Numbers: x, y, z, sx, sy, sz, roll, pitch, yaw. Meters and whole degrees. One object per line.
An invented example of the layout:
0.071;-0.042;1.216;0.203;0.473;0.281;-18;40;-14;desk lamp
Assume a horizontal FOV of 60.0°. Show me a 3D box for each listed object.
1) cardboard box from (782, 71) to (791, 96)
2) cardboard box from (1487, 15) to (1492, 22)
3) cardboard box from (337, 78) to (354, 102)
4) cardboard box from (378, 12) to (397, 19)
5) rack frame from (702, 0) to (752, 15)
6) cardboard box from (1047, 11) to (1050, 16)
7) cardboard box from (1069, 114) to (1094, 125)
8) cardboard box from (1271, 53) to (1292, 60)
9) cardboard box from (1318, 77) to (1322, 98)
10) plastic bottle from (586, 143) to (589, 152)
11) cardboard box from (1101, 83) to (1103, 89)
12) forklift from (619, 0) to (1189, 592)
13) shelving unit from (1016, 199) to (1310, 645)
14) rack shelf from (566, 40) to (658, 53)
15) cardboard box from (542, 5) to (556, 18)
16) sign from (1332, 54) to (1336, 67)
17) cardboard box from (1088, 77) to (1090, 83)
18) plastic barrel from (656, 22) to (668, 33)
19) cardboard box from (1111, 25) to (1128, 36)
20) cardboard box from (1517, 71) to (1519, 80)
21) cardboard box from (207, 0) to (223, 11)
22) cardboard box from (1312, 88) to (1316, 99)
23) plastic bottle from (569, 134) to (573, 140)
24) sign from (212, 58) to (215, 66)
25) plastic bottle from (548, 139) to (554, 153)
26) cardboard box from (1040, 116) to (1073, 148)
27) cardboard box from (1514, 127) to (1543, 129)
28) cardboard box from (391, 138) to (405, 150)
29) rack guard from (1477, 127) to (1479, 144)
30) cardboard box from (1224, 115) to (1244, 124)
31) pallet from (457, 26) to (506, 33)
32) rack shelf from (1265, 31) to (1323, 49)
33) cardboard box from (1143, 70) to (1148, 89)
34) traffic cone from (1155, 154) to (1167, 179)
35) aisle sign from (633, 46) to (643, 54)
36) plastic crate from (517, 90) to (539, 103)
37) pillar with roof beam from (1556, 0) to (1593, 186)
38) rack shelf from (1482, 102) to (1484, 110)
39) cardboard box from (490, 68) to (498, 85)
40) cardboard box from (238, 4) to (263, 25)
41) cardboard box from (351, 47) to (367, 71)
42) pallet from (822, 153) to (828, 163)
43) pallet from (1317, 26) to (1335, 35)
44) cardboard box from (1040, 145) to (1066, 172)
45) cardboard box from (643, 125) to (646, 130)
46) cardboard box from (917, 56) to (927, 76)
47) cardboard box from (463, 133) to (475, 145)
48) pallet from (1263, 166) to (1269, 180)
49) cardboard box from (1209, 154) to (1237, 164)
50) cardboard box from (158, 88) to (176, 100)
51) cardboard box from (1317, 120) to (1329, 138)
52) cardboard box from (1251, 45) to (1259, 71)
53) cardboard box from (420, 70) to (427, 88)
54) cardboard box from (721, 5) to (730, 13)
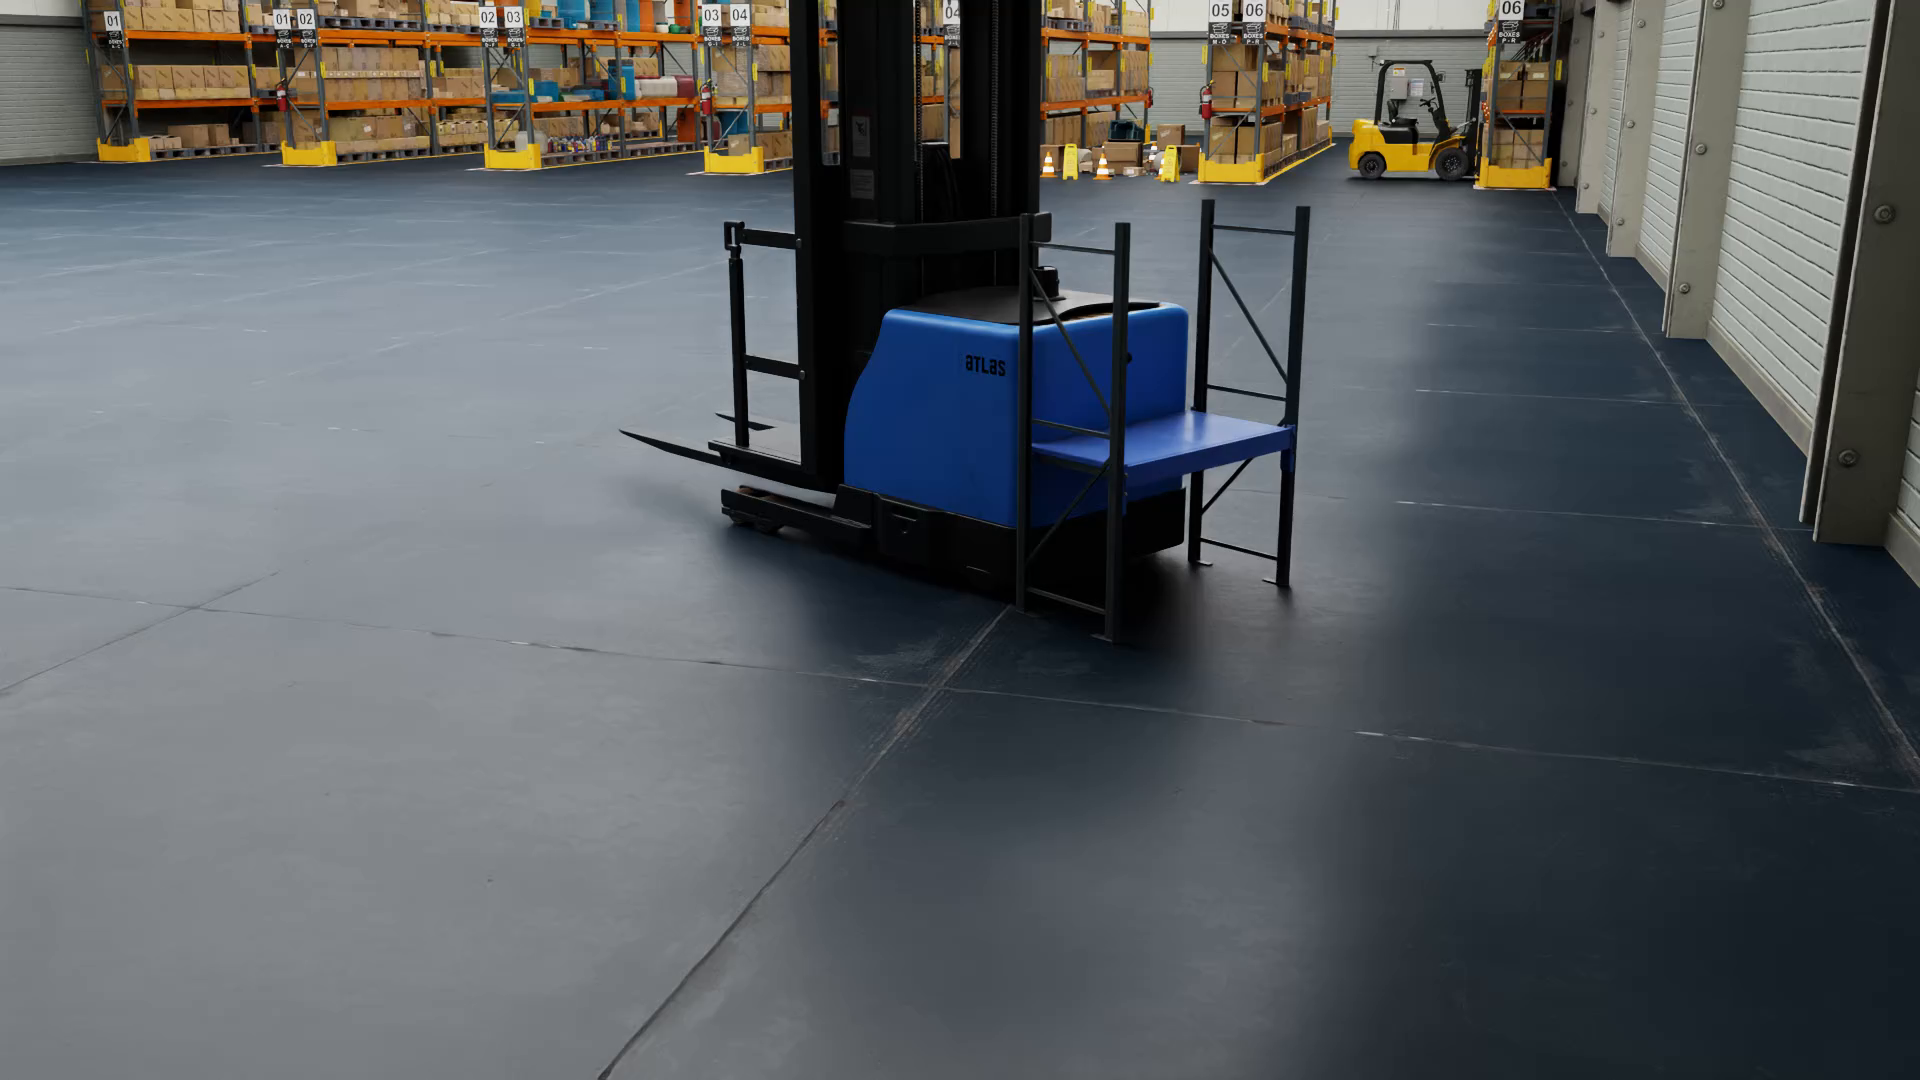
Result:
-3.996;-9.526;34.687;0.875;0.500;0.500;5;16;16;cardboard box
12.556;-12.242;39.004;0.380;0.149;0.250;5;17;16;cardboard box
-13.750;-9.871;36.451;0.700;0.500;0.500;5;17;17;cardboard box
-12.983;-11.866;37.603;0.380;0.149;0.250;5;16;16;cardboard box
-4.543;-11.681;32.022;1.000;3.000;0.127;5;16;16;rack frame
1.732;-11.198;35.107;0.258;0.266;0.396;4;16;15;cardboard box
2.886;-9.999;39.522;0.500;0.250;0.500;4;16;13;cardboard box
6.568;-9.874;33.958;0.380;0.149;0.250;5;16;16;cardboard box
8.753;-11.317;41.547;0.500;0.500;0.500;5;17;18;cardboard box
-8.265;-8.690;36.793;0.097;0.201;0.097;0;16;0;plastic bottle
3.304;-11.144;40.814;0.380;0.149;0.250;5;17;18;cardboard box
-0.444;-1.532;7.360;1.130;2.935;3.031;-15;22;-43;forklift
0.768;-0.491;6.313;1.048;1.500;0.538;-14;21;-41;shelving unit
-10.061;-14.324;48.155;1.077;0.370;4.000;5;16;16;rack shelf
-11.219;-13.970;44.451;0.600;0.600;0.600;4;16;14;cardboard box
10.022;-12.838;44.538;0.100;0.325;0.005;5;16;16;sign
2.863;-10.883;39.348;0.380;0.149;0.250;5;17;19;cardboard box
-7.155;-12.298;39.946;0.301;0.262;0.301;0;16;0;plastic barrel
3.979;-12.995;42.426;0.500;0.250;0.500;5;17;19;cardboard box
9.725;-8.248;29.538;0.380;0.149;0.250;5;17;17;cardboard box
-17.682;-12.679;38.983;0.500;0.500;0.500;6;17;19;cardboard box
8.337;-10.824;40.268;0.500;0.250;0.500;4;16;15;cardboard box
-8.782;-8.984;37.555;0.144;0.351;0.185;5;17;17;plastic bottle
-18.186;-11.593;40.583;0.100;0.325;0.005;5;16;16;sign
-8.990;-8.654;36.516;0.061;0.283;0.133;5;16;16;plastic bottle
1.953;-9.215;37.676;1.050;0.750;0.750;5;17;17;cardboard box
10.328;-7.375;30.271;0.500;0.250;0.500;5;16;16;cardboard box
-13.104;-9.090;38.149;0.500;0.250;0.500;5;16;16;cardboard box
14.244;-10.606;43.807;1.175;0.500;0.348;5;16;16;rack guard
5.358;-8.258;32.655;0.380;0.149;0.250;6;17;19;cardboard box
-11.873;-12.825;41.897;1.213;0.211;1.003;5;17;18;pallet
7.801;-11.740;39.044;1.077;0.370;4.000;5;16;16;rack shelf
4.850;-12.624;45.610;0.500;0.500;0.500;5;17;17;cardboard box
3.844;-7.019;31.227;0.336;0.463;0.334;5;16;16;traffic cone
-9.755;-15.042;50.099;0.394;0.787;0.004;5;16;16;aisle sign
-9.246;-9.431;35.356;0.499;0.251;0.408;5;16;16;plastic crate
6.653;-10.975;29.532;9.100;9.000;0.400;5;16;16;pillar with roof beam
13.697;-10.959;41.789;1.077;0.370;4.000;5;16;16;rack shelf
-14.574;-13.952;50.473;0.980;0.700;0.700;4;16;15;cardboard box
-17.421;-12.824;40.595;0.500;0.500;0.500;7;17;24;cardboard box
-13.593;-10.641;36.789;0.700;0.500;0.500;5;16;16;cardboard box
-3.563;-8.322;36.281;1.003;0.211;1.213;5;16;16;pallet
9.305;-13.418;43.805;1.003;0.211;1.213;5;16;16;pallet
1.864;-7.743;33.709;0.500;0.500;0.500;8;18;25;cardboard box
-9.612;-12.339;49.719;0.380;0.166;0.250;5;16;16;cardboard box
-1.306;-12.298;43.167;0.797;0.503;0.637;4;16;14;cardboard box
-12.259;-9.846;40.814;0.500;0.250;0.500;4;16;14;cardboard box
5.245;-6.915;31.321;1.003;0.211;1.213;5;16;16;pallet
4.937;-7.144;31.290;0.500;0.250;0.500;5;16;16;cardboard box
-18.213;-10.125;37.767;0.500;0.250;0.500;4;16;14;cardboard box
9.414;-11.002;44.545;0.875;0.438;0.875;4;16;14;cardboard box
5.367;-9.242;31.857;0.700;0.500;0.500;5;16;16;cardboard box
-15.405;-13.013;46.947;0.500;0.500;0.500;5;17;16;cardboard box
-4.763;-10.455;32.739;0.380;0.149;0.250;5;16;16;cardboard box
